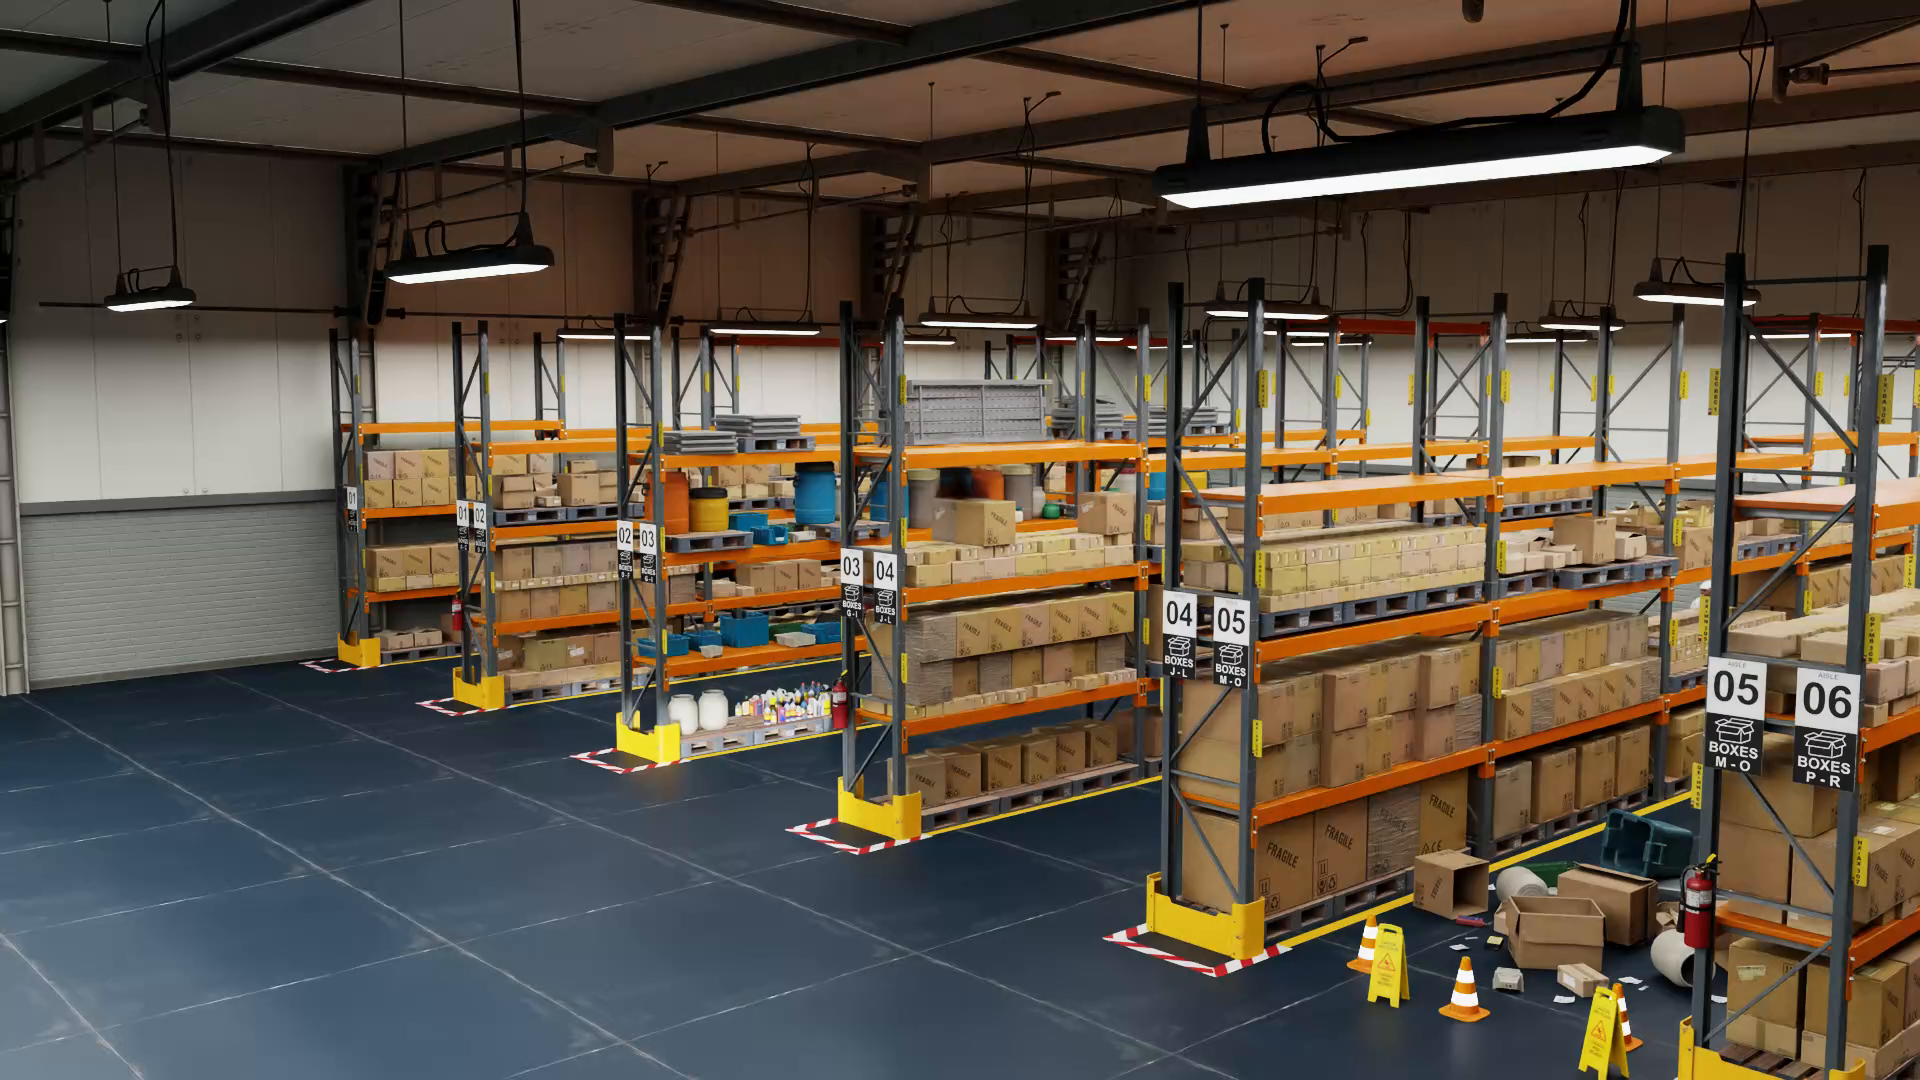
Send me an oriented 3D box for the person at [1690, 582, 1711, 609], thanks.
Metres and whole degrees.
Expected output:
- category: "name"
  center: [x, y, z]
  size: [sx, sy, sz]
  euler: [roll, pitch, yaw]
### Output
- category: "person"
  center: [12.421, 1.558, 27.797]
  size: [0.999, 1.727, 0.628]
  euler: [-6, 8, -44]
